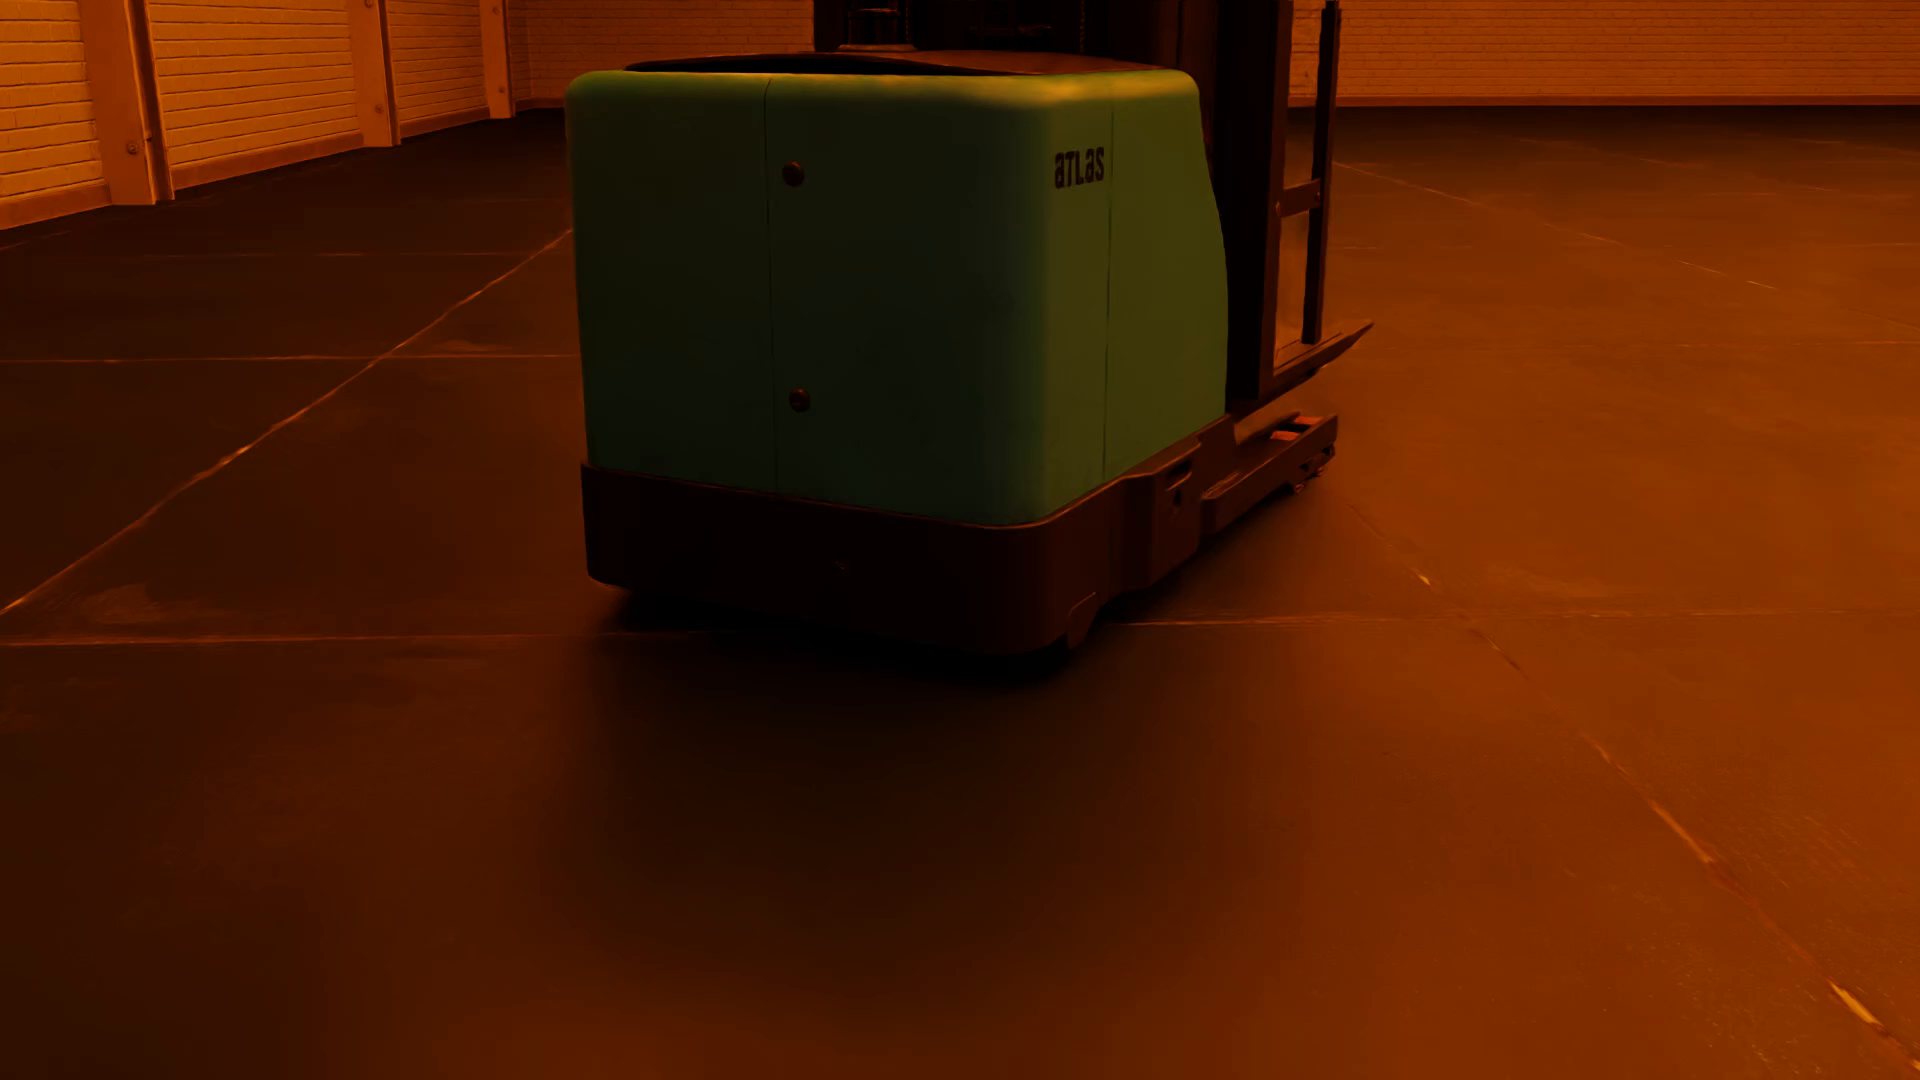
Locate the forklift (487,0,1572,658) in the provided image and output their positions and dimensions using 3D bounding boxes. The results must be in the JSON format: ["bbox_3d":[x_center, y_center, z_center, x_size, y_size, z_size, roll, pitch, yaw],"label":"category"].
[{"bbox_3d":[0.459,-1.519,3.874,3.031,2.935,1.130,-14,22,-39],"label":"forklift"}]
